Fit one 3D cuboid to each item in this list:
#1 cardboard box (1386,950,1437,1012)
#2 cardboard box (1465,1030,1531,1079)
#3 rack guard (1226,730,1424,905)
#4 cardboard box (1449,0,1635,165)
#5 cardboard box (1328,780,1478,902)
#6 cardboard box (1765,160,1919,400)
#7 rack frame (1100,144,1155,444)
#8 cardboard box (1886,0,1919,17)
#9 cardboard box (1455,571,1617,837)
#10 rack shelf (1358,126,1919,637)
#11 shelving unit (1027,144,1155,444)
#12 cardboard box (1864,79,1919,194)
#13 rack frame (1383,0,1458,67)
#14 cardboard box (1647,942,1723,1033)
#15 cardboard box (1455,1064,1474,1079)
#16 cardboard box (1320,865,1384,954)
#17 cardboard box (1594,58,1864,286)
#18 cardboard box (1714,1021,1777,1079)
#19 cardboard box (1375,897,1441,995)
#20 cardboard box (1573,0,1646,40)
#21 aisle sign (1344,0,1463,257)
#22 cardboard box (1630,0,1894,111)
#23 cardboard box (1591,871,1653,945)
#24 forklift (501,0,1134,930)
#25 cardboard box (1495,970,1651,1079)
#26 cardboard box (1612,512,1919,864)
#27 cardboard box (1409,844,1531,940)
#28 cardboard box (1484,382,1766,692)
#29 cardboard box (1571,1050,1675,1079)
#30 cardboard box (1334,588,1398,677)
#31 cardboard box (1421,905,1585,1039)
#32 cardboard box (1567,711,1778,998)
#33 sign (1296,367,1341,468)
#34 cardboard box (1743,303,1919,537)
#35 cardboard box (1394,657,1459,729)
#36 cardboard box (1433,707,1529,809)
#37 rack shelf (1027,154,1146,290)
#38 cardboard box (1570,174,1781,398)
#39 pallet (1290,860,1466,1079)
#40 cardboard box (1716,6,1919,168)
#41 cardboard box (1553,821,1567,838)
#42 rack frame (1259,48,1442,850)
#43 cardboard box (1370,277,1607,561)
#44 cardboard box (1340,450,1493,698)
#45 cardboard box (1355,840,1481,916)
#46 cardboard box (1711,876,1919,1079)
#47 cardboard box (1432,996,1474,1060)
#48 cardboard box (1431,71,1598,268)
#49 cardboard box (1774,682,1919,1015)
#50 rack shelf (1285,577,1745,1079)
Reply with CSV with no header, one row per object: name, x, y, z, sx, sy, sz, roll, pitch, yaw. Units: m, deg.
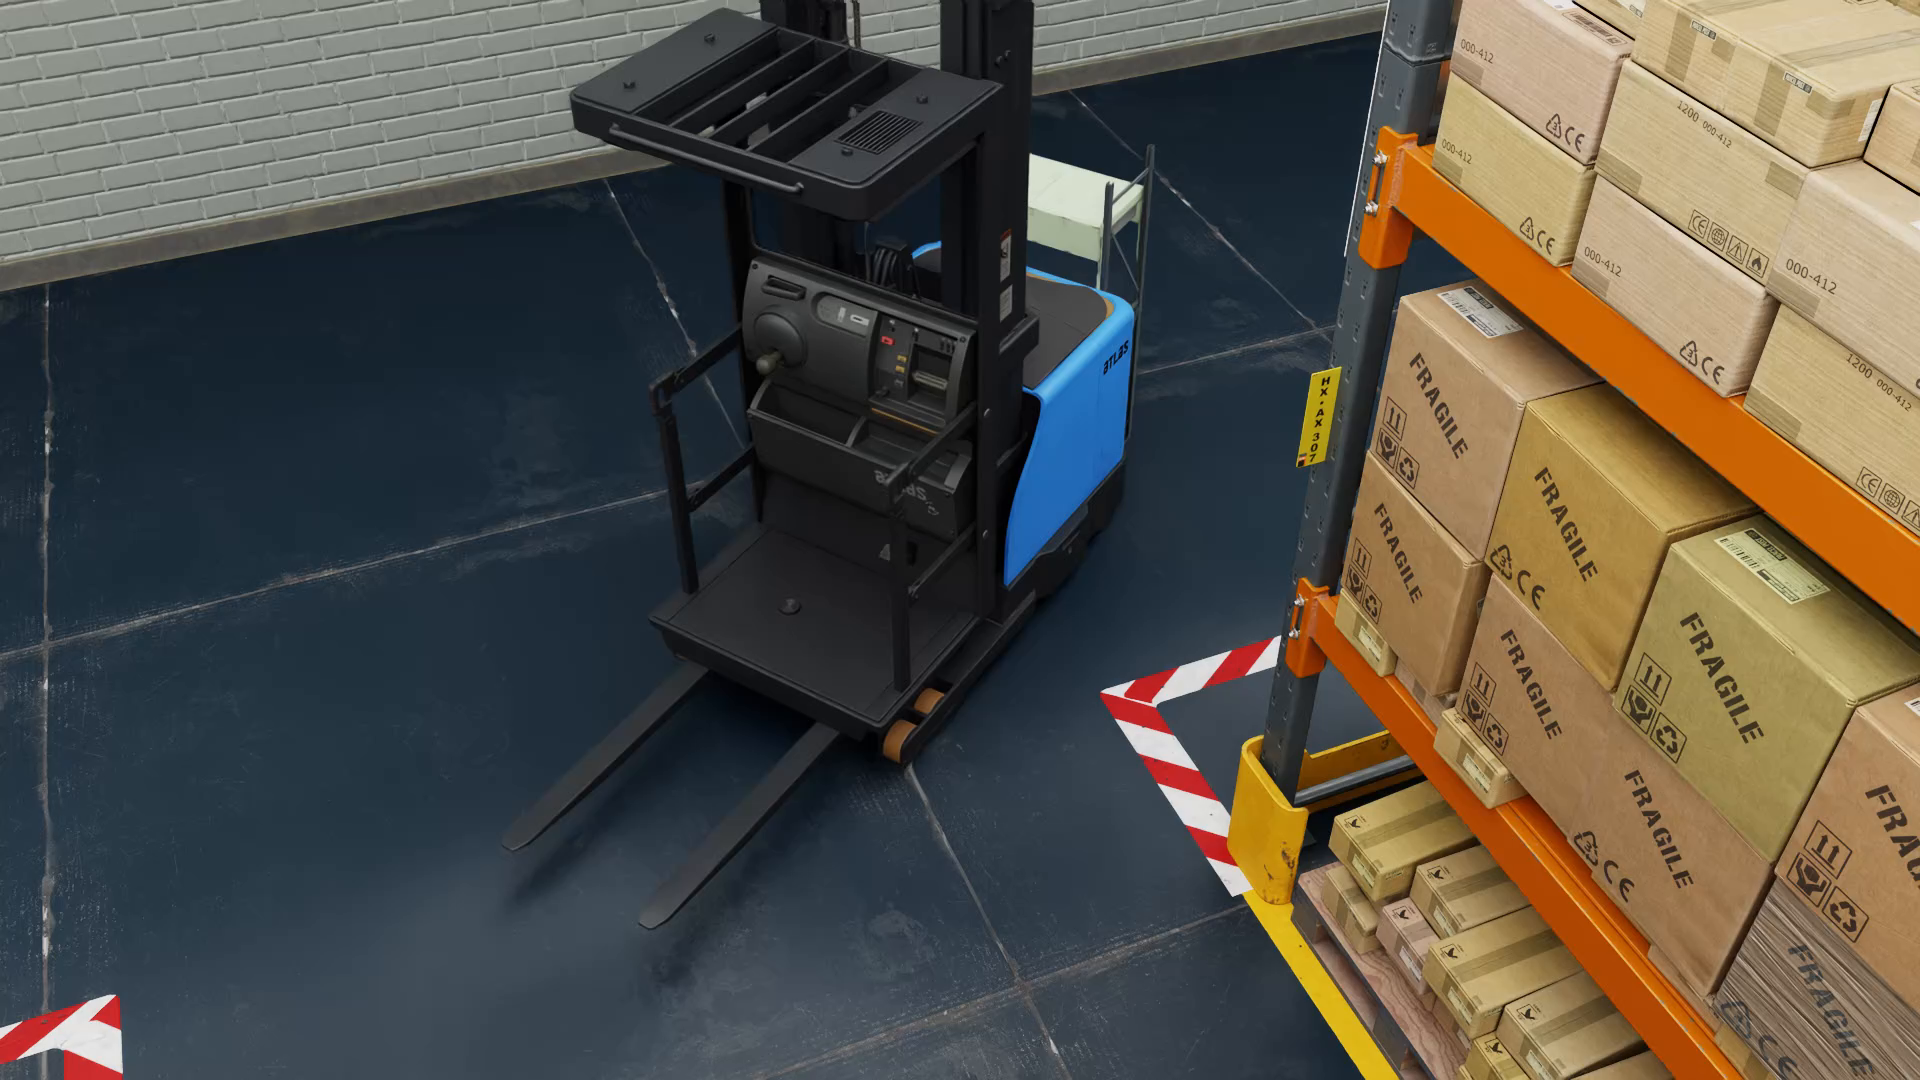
cardboard box,1.595,1.304,5.297,0.380,0.149,0.250,-15,43,-17
cardboard box,1.703,1.524,4.813,0.380,0.149,0.250,-14,43,-16
rack guard,1.543,0.843,5.886,1.175,0.500,0.348,-15,43,-17
cardboard box,1.446,-1.085,3.642,0.500,0.250,0.500,-14,43,-16
cardboard box,1.401,0.946,5.257,0.380,0.149,0.250,-17,44,-19
cardboard box,1.825,-0.470,2.927,0.500,0.250,0.500,-15,43,-16
rack frame,0.690,-0.949,7.203,0.023,1.500,0.400,22,45,23
cardboard box,2.016,-1.117,3.374,0.380,0.149,0.250,-16,43,-18
cardboard box,1.659,0.354,4.233,0.500,0.500,0.500,-15,43,-17
rack shelf,2.279,0.190,2.980,1.077,0.370,4.000,-15,43,-17
shelving unit,0.378,-1.074,7.349,0.755,1.500,0.431,22,45,23
cardboard box,1.834,-0.705,2.894,0.380,0.149,0.250,-14,43,-16
rack frame,1.514,-2.425,3.168,1.000,3.000,0.127,-15,43,-17
cardboard box,1.899,0.987,3.994,0.380,0.149,0.250,-16,43,-18
cardboard box,1.693,1.633,4.915,0.380,0.149,0.250,-15,43,-16
cardboard box,1.419,1.167,5.457,0.380,0.149,0.250,-14,43,-16
cardboard box,1.643,-0.777,3.284,0.500,0.250,0.500,-16,43,-17
cardboard box,1.979,1.149,3.806,0.380,0.149,0.250,-14,43,-15
cardboard box,1.530,1.217,5.170,0.380,0.149,0.250,-15,43,-17
cardboard box,1.509,-1.162,3.426,0.380,0.149,0.250,-13,42,-15
aisle sign,1.209,-1.105,4.241,0.394,0.787,0.004,-15,43,-17
cardboard box,1.545,-0.980,3.214,0.380,0.149,0.250,-15,43,-17
cardboard box,1.831,0.832,4.175,0.380,0.149,0.250,-16,43,-17
forklift,-0.487,-0.620,5.723,1.130,2.935,3.031,22,45,24
cardboard box,1.767,1.395,4.736,0.380,0.149,0.250,-17,44,-19
cardboard box,1.818,0.278,3.555,0.500,0.500,0.500,-16,43,-18
cardboard box,1.617,1.082,5.099,0.380,0.149,0.250,-14,43,-16
cardboard box,1.640,-0.041,3.926,0.500,0.500,0.500,-14,43,-16
cardboard box,1.864,1.564,4.539,0.380,0.149,0.250,-14,43,-15
cardboard box,1.335,0.222,4.884,0.380,0.149,0.250,-15,43,-17
cardboard box,1.595,1.266,4.886,0.380,0.149,0.250,-15,43,-17
cardboard box,1.835,0.653,3.886,0.500,0.500,0.500,-15,43,-16
sign,1.013,-0.343,4.685,0.100,0.325,0.005,-15,43,-17
cardboard box,1.856,-0.271,3.079,0.500,0.250,0.500,-16,43,-18
cardboard box,1.471,0.365,4.718,0.380,0.149,0.250,-14,43,-15
cardboard box,1.524,0.540,4.514,0.380,0.149,0.250,-16,43,-18
rack shelf,0.378,-1.370,7.094,0.720,0.370,0.431,22,45,23
cardboard box,1.647,-0.578,3.436,0.500,0.250,0.500,-14,43,-15
pallet,1.821,1.451,5.401,1.003,0.211,1.213,-15,43,-17
cardboard box,1.637,-0.833,3.044,0.380,0.149,0.250,-15,43,-16
cardboard box,1.750,0.662,4.372,0.380,0.149,0.250,-13,42,-15
rack frame,1.514,-0.150,5.124,1.000,3.000,0.127,-15,43,-17
cardboard box,1.441,-0.344,4.277,0.500,0.500,0.500,-15,43,-17
cardboard box,1.431,0.038,4.600,0.500,0.500,0.500,-13,42,-15
cardboard box,1.477,1.038,5.378,0.380,0.149,0.250,-13,42,-15
cardboard box,2.035,0.958,3.531,0.500,0.500,0.500,-16,43,-18
cardboard box,1.696,1.452,5.126,0.380,0.149,0.250,-15,43,-16
cardboard box,1.450,-0.897,3.807,0.500,0.250,0.500,-14,43,-15
cardboard box,2.016,0.584,3.199,0.500,0.500,0.500,-16,43,-18
rack shelf,2.279,1.327,3.958,1.077,0.370,4.000,-15,43,-17
